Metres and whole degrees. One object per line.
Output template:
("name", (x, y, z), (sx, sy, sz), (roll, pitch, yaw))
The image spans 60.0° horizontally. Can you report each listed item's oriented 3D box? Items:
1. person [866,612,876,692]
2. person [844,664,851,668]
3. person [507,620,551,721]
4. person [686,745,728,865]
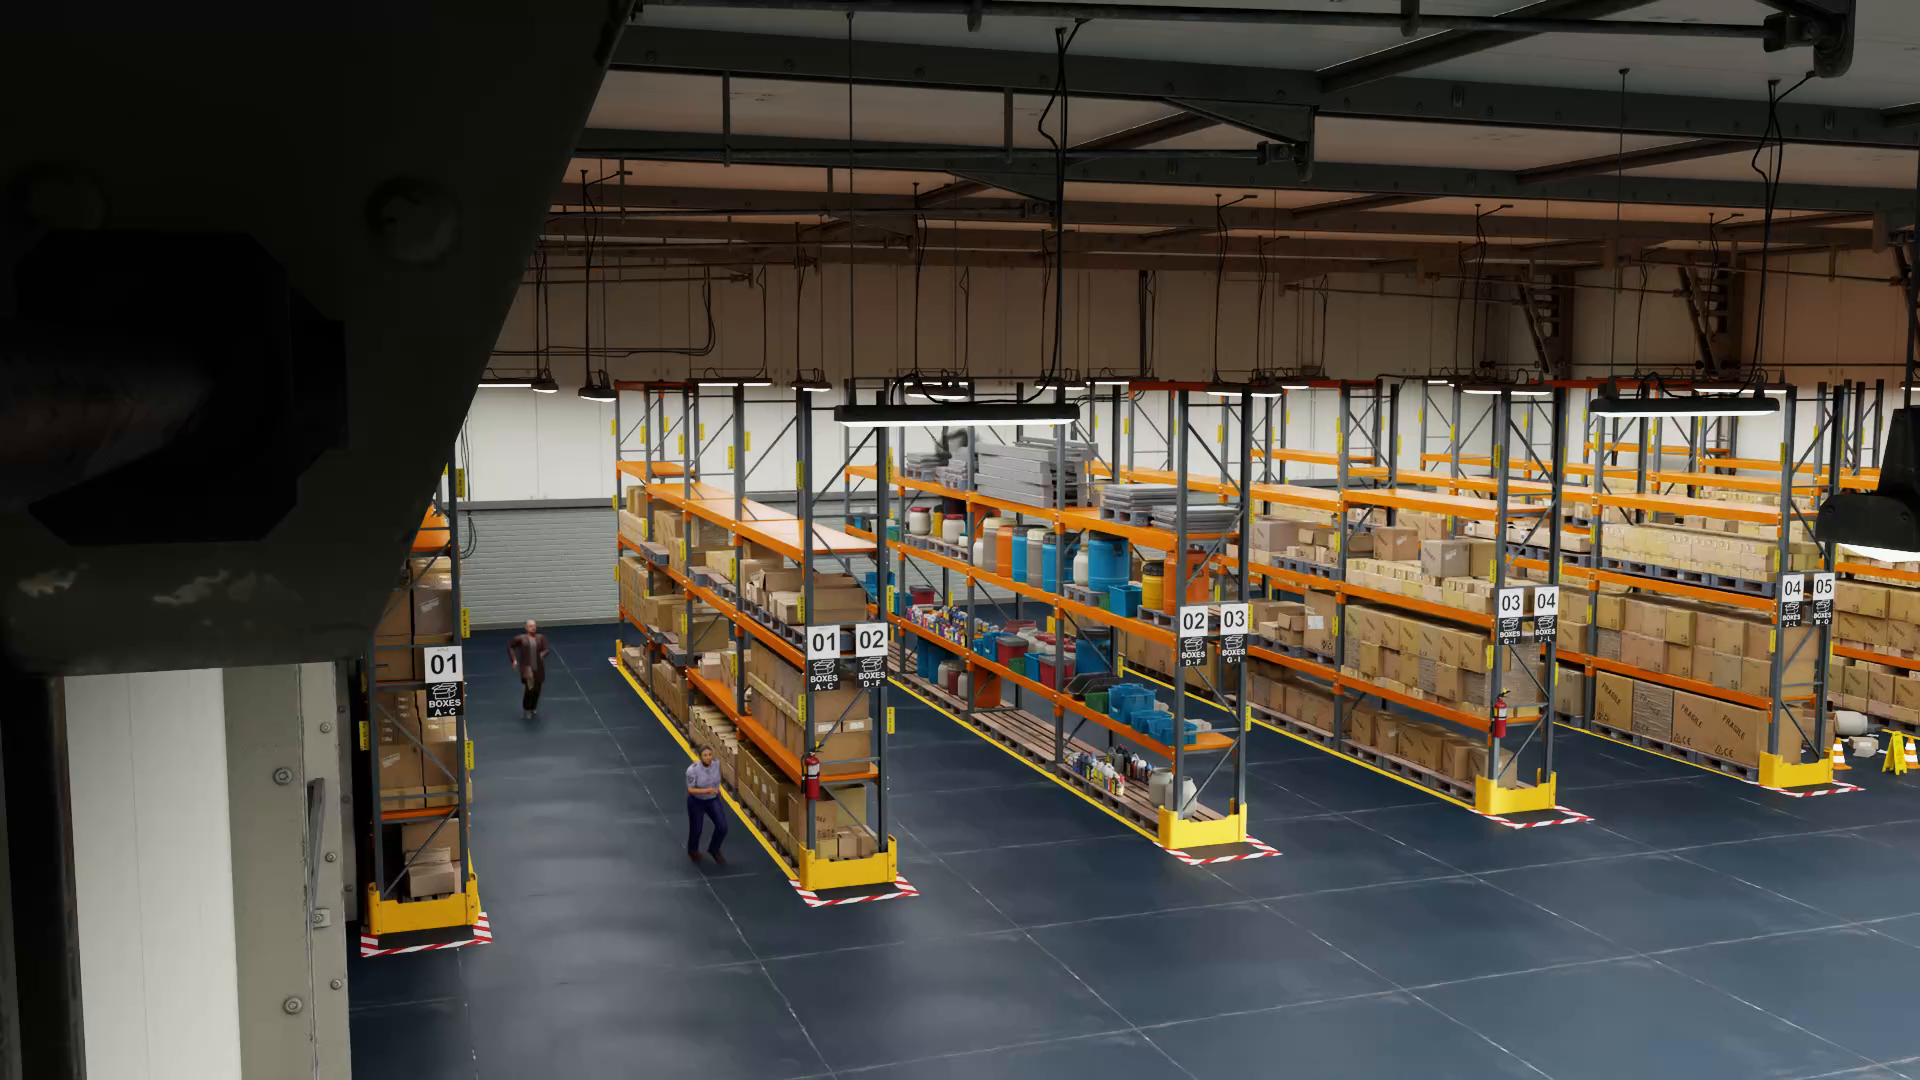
("person", (-1.651, 2.061, 30.512), (0.537, 1.521, 0.660), (-4, 7, -34))
("person", (-2.229, 1.917, 31.045), (0.658, 1.912, 0.873), (-2, 6, -16))
("person", (-7.636, 2.322, 29.637), (0.701, 1.791, 0.746), (-4, 7, -31))
("person", (-3.226, 3.336, 20.976), (0.537, 1.563, 0.881), (-3, 7, -28))
